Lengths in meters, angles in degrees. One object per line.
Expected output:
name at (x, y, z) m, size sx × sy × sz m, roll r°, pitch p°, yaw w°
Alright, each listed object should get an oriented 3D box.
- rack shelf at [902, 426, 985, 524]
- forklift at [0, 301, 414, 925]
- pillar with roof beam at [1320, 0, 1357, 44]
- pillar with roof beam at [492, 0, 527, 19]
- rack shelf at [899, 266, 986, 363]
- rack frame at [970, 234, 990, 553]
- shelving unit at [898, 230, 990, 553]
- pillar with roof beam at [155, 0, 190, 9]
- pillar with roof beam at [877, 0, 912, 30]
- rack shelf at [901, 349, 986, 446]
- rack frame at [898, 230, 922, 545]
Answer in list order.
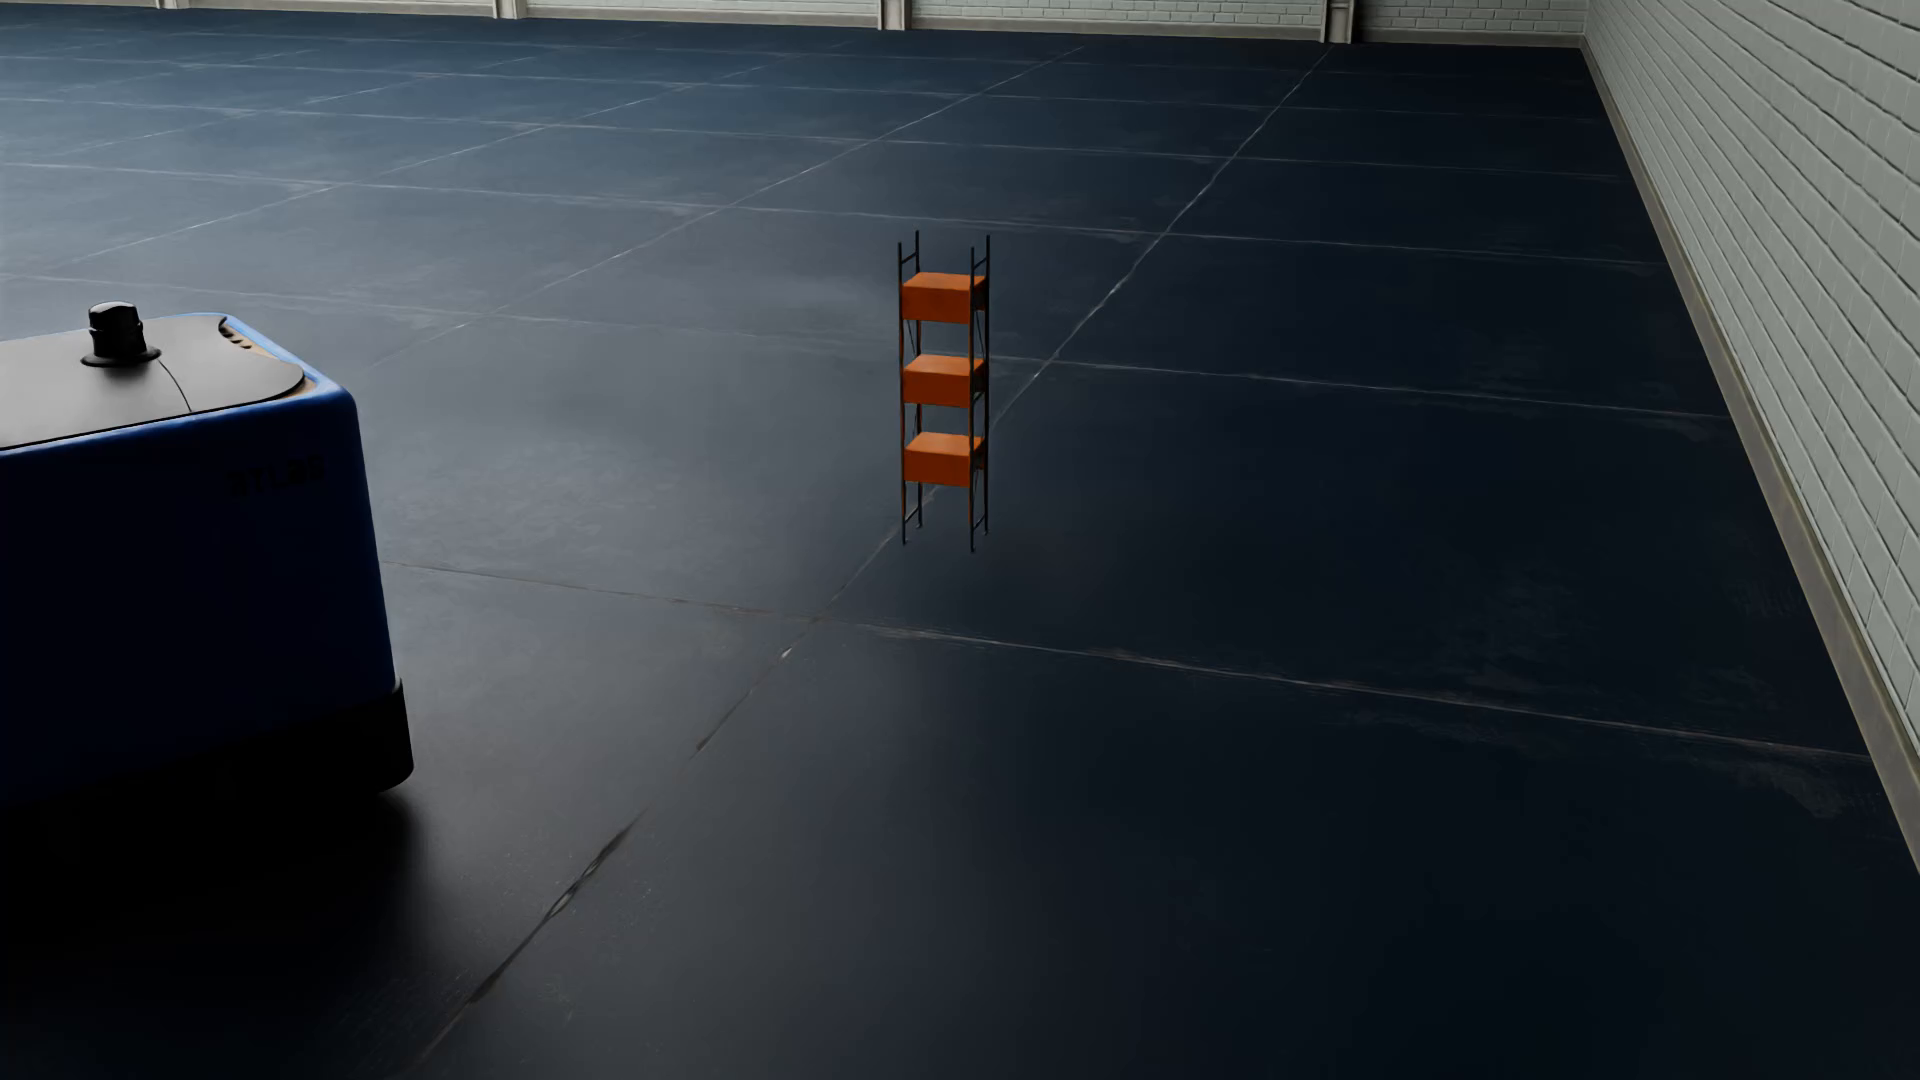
rack shelf at (-0.051, -0.225, 5.695) m, size 0.240 × 0.259 × 0.215 m, roll 7°, pitch 23°, yaw 15°
forklift at (-2.838, -0.497, 3.120) m, size 3.031 × 2.935 × 1.130 m, roll -17°, pitch 28°, yaw -35°
pillar with roof beam at (3.600, -9.008, 15.873) m, size 0.400 × 9.000 × 9.100 m, roll 7°, pitch 23°, yaw 16°
pillar with roof beam at (-7.888, -10.324, 19.080) m, size 0.400 × 9.000 × 9.100 m, roll 7°, pitch 23°, yaw 16°
rack shelf at (-0.051, -0.744, 5.481) m, size 0.240 × 0.259 × 0.215 m, roll 7°, pitch 23°, yaw 15°
rack frame at (0.066, -0.478, 5.552) m, size 0.008 × 1.050 × 0.200 m, roll 7°, pitch 23°, yaw 15°
shelving unit at (-0.051, -0.492, 5.585) m, size 0.252 × 1.050 × 0.215 m, roll 7°, pitch 23°, yaw 15°
pillar with roof beam at (-13.632, -10.981, 20.684) m, size 0.400 × 9.000 × 9.100 m, roll 7°, pitch 23°, yaw 16°
pillar with roof beam at (-2.144, -9.666, 17.477) m, size 0.400 × 9.000 × 9.100 m, roll 7°, pitch 23°, yaw 16°
rack shelf at (-0.051, -0.482, 5.589) m, size 0.240 × 0.259 × 0.215 m, roll 7°, pitch 23°, yaw 15°
rack frame at (-0.168, -0.505, 5.618) m, size 0.008 × 1.050 × 0.200 m, roll 7°, pitch 23°, yaw 15°
